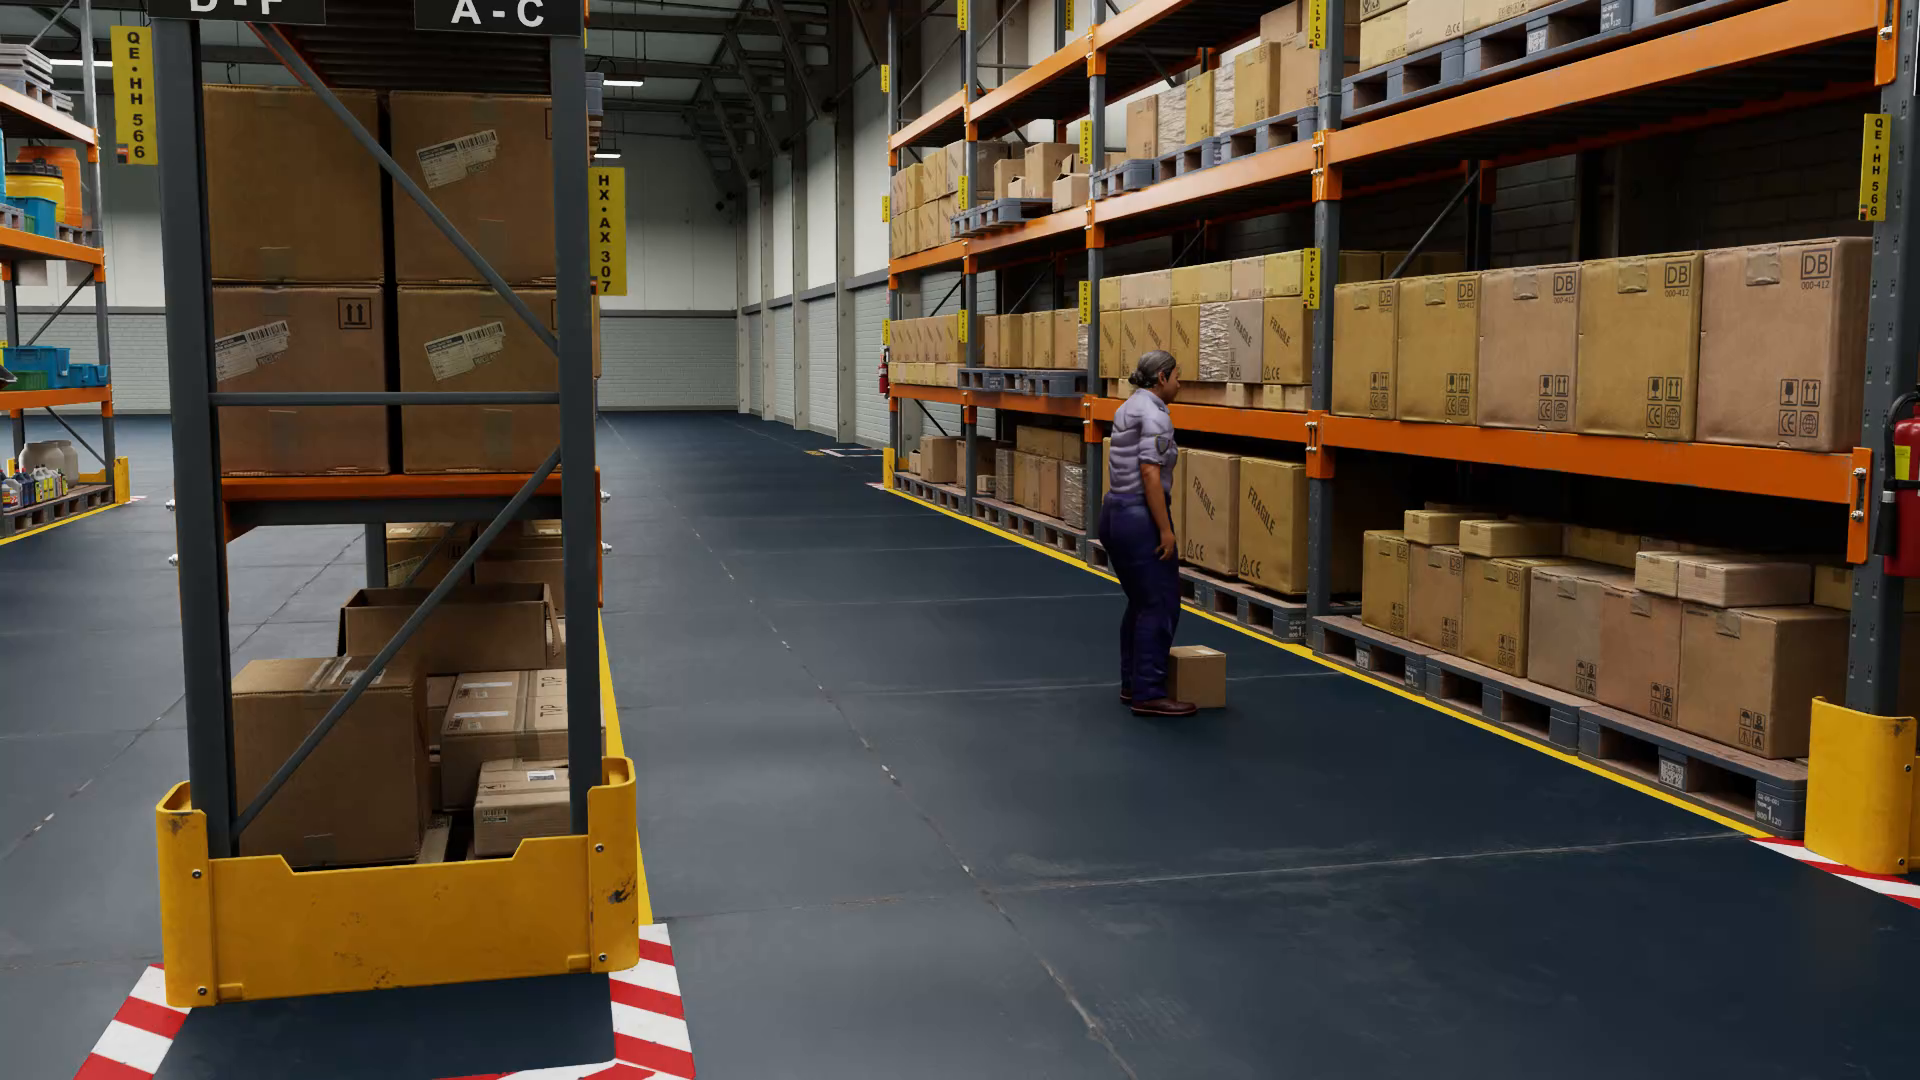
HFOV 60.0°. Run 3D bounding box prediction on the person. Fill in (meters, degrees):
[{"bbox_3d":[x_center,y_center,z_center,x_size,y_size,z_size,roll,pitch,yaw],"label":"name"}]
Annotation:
[{"bbox_3d":[0.867,-0.046,7.645,0.420,1.651,0.537,-2,6,-14],"label":"person"}]
